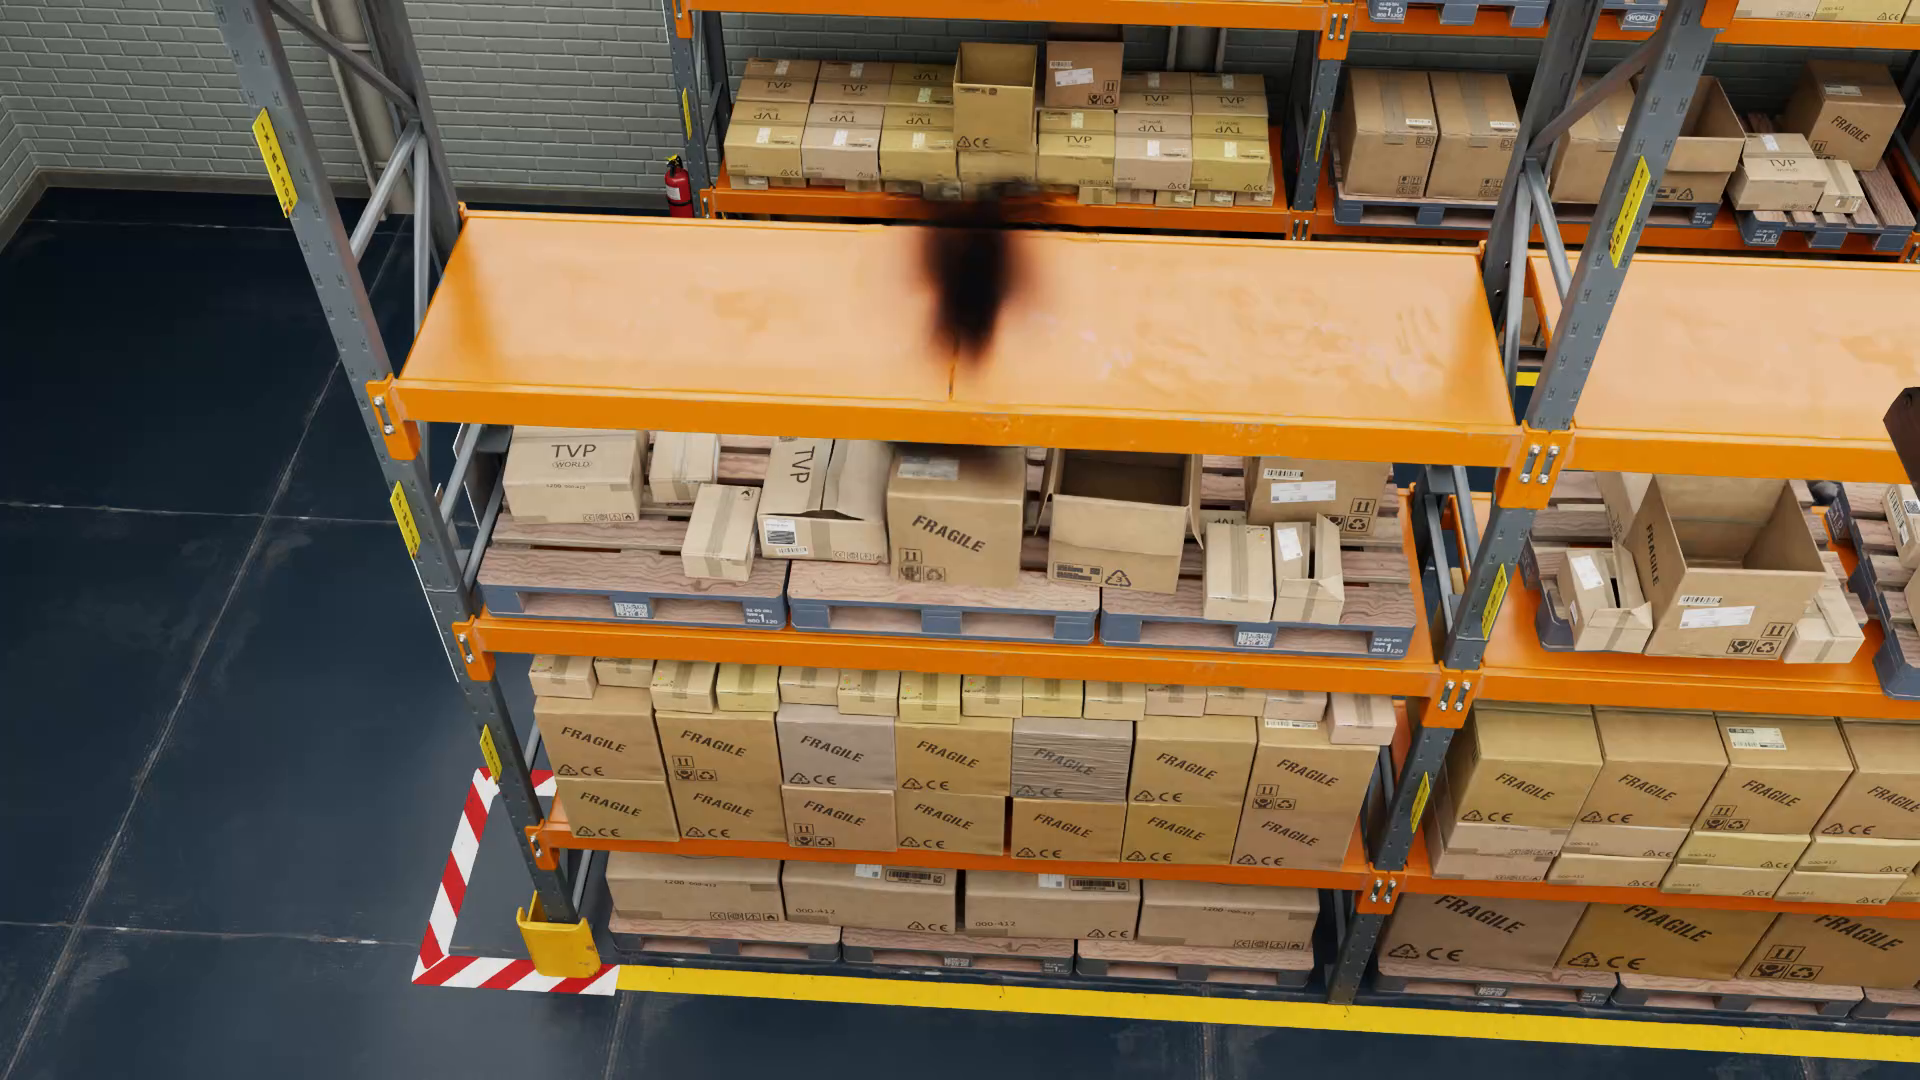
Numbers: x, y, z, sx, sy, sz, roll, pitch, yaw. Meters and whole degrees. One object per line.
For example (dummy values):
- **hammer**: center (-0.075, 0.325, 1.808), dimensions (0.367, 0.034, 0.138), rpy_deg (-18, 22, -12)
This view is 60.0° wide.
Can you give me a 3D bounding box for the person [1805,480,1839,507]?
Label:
- **person**: center (5.218, -0.558, 10.107), dimensions (0.813, 1.666, 0.585), rpy_deg (-6, 48, -5)
